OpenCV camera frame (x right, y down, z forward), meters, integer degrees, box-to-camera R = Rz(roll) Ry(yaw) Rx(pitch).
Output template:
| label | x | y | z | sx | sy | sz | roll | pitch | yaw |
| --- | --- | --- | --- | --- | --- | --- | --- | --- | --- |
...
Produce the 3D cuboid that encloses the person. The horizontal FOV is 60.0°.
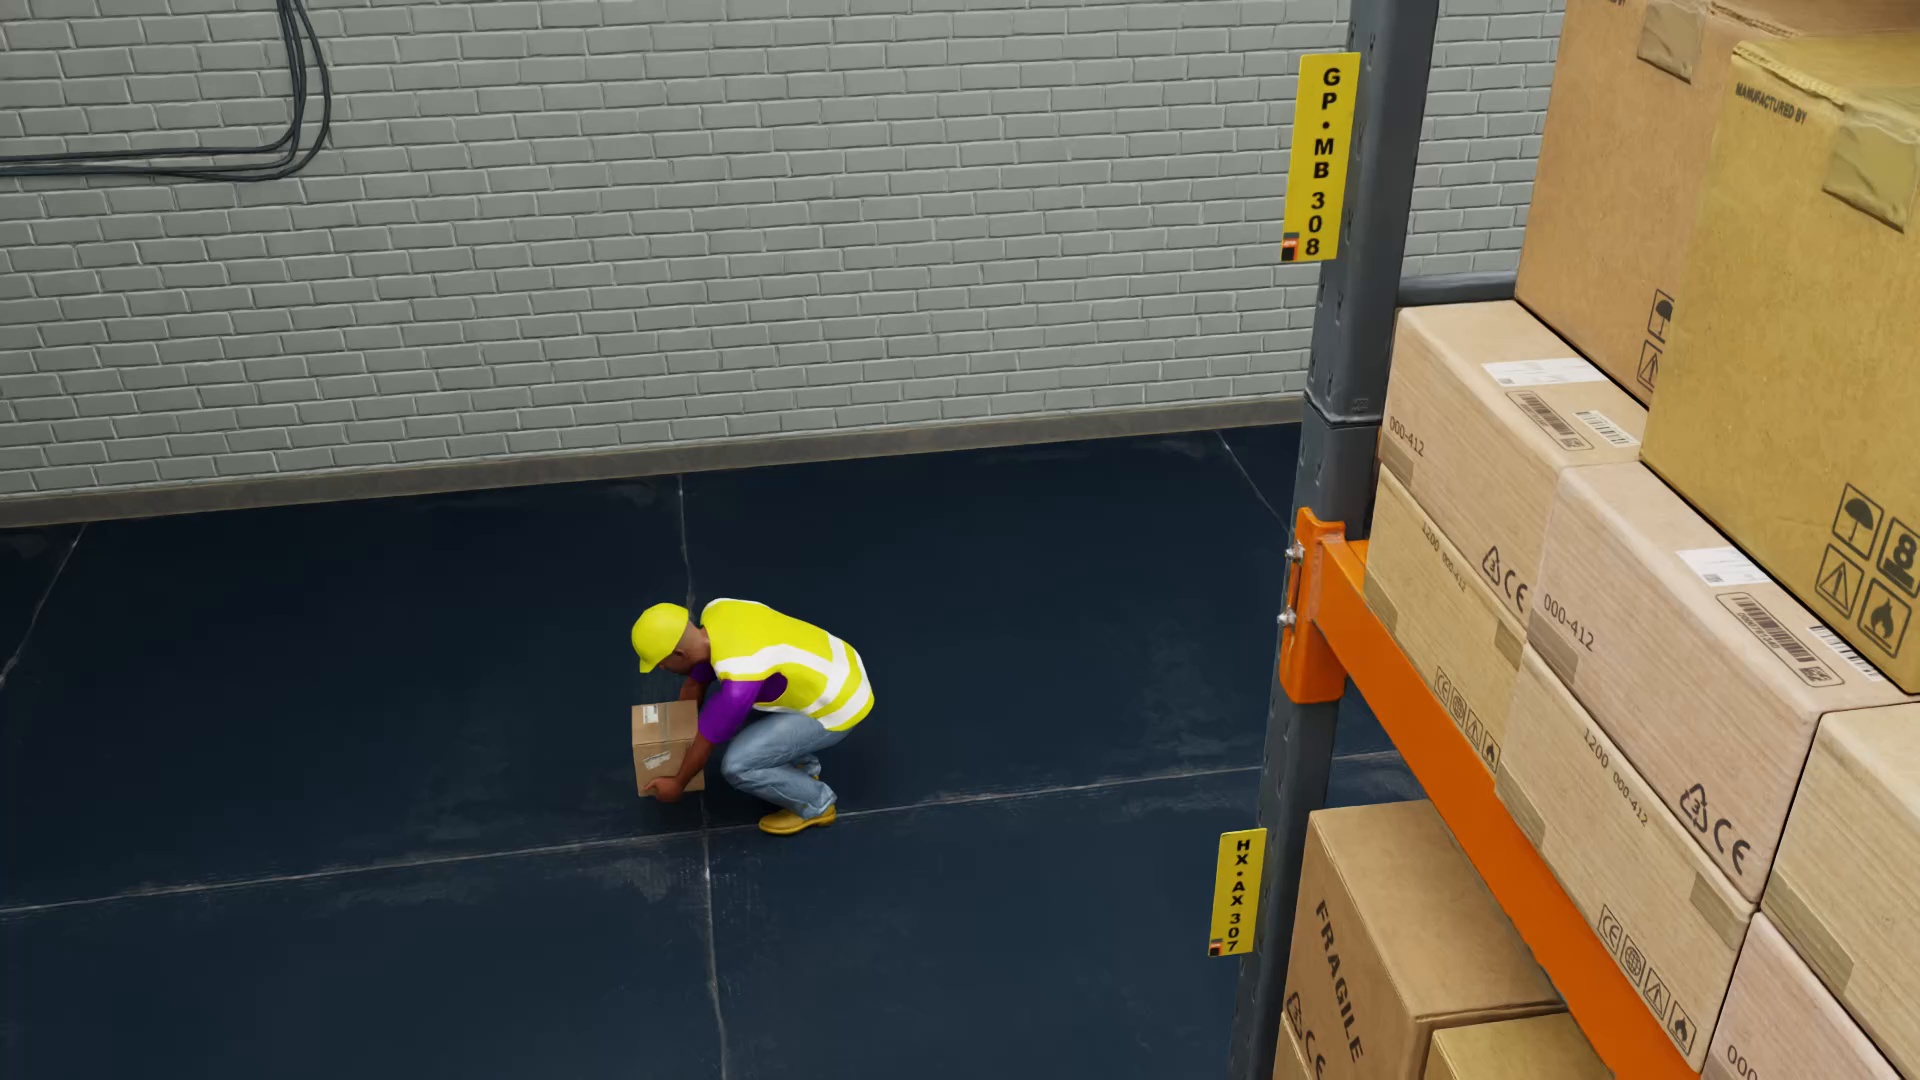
| label | x | y | z | sx | sy | sz | roll | pitch | yaw |
| --- | --- | --- | --- | --- | --- | --- | --- | --- | --- |
| person | -0.779 | 0.631 | 6.291 | 0.903 | 1.011 | 0.541 | -6 | 31 | -10 |
